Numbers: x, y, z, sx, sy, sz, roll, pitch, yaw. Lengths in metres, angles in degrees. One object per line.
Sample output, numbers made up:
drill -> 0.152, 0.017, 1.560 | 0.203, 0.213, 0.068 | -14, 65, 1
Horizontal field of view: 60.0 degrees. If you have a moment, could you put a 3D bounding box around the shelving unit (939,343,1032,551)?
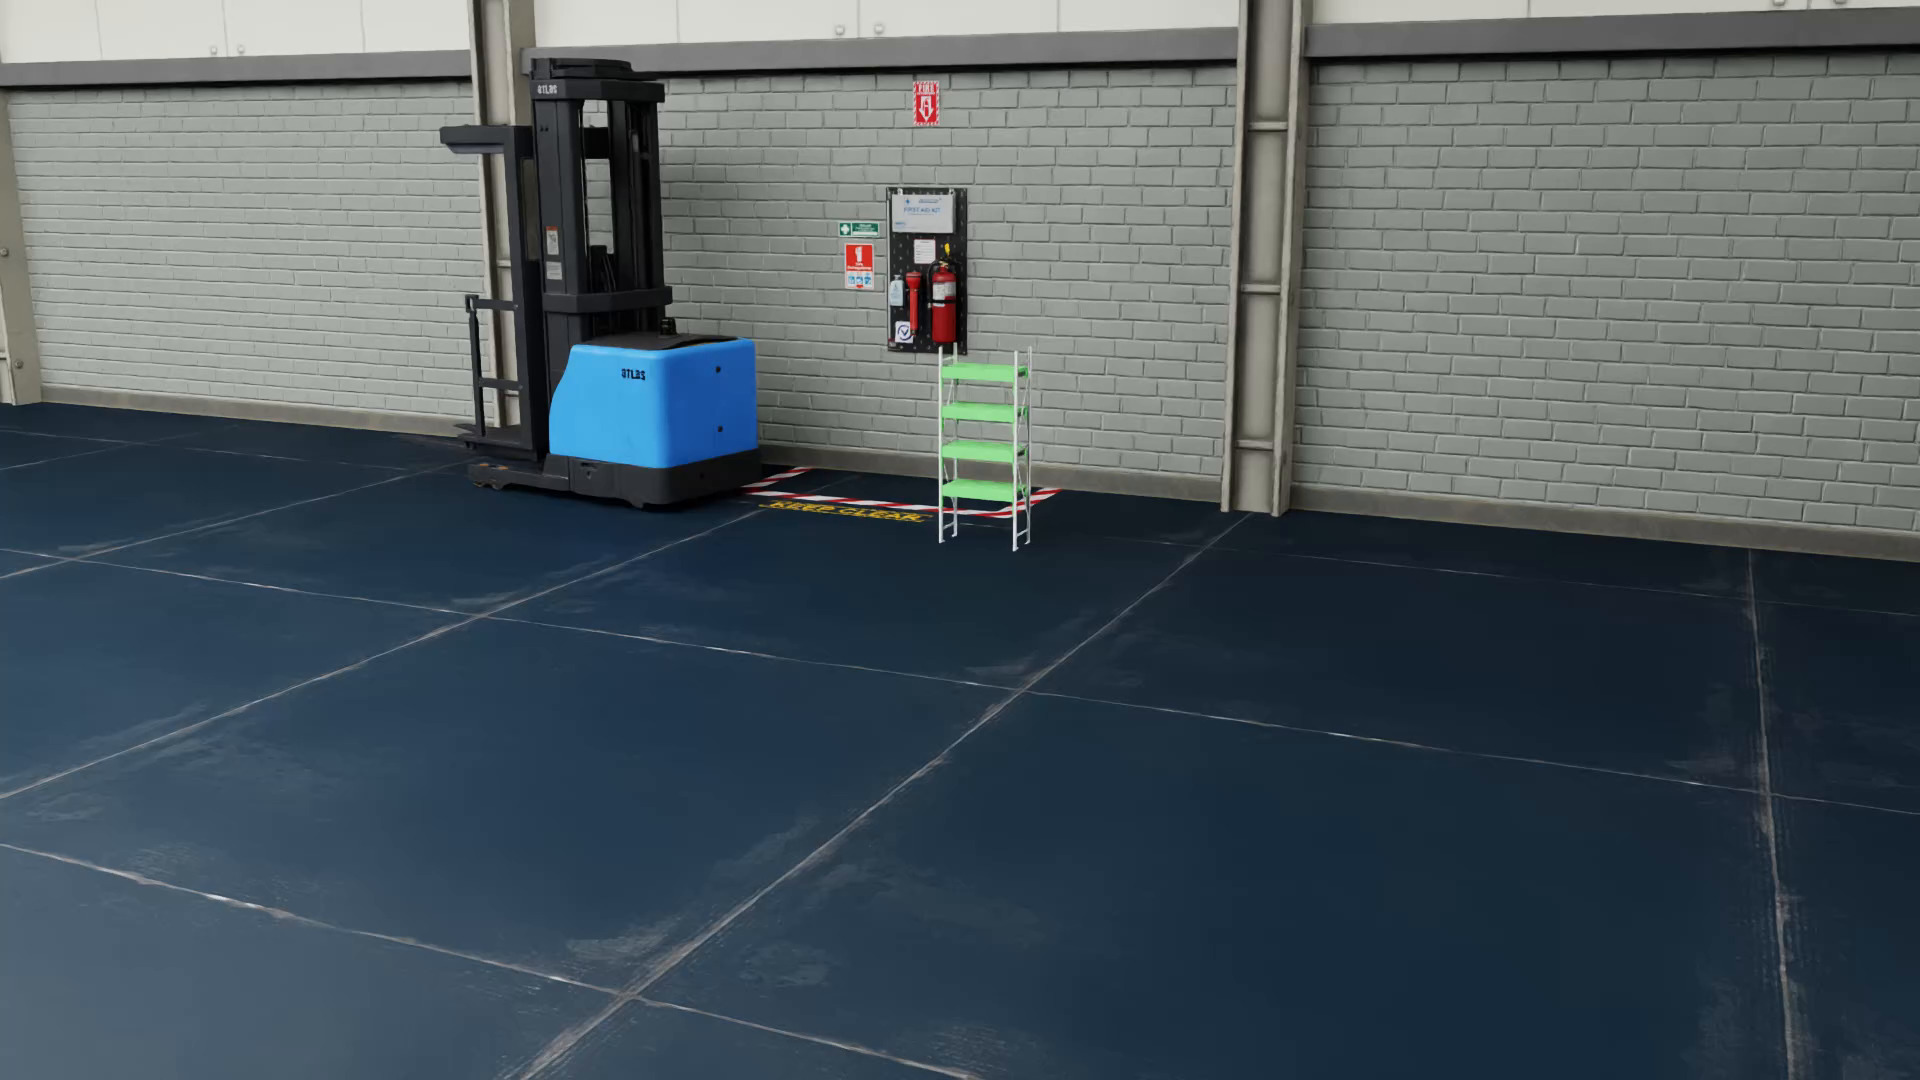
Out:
shelving unit -> 0.151, -0.569, 10.052 | 0.503, 1.200, 0.258 | 6, 14, 23

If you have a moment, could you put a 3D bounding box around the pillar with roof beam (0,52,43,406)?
pillar with roof beam -> -10.740, -4.796, 10.995 | 0.400, 9.000, 9.100 | 6, 14, 23

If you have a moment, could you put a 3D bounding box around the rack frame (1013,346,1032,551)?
rack frame -> 0.374, -0.546, 9.956 | 0.015, 1.200, 0.240 | 6, 14, 23

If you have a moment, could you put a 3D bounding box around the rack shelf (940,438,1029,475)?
rack shelf -> 0.151, -0.507, 10.067 | 0.480, 0.148, 0.258 | 6, 14, 23

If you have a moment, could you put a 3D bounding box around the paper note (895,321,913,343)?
paper note -> -0.402, -1.503, 12.020 | 0.142, 0.148, 0.016 | 6, 14, 23

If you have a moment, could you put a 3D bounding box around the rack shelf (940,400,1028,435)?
rack shelf -> 0.151, -0.740, 10.012 | 0.480, 0.148, 0.258 | 6, 14, 23

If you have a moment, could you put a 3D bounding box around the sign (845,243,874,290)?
sign -> -0.732, -1.991, 12.094 | 0.234, 0.329, 0.001 | 6, 14, 23

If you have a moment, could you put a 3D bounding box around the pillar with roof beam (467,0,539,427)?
pillar with roof beam -> -5.254, -4.241, 8.629 | 0.400, 9.000, 9.100 | 6, 14, 23

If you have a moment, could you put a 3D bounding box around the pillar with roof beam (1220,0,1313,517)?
pillar with roof beam -> 0.232, -3.685, 6.263 | 0.400, 9.000, 9.100 | 6, 14, 23

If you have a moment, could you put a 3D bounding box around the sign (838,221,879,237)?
sign -> -0.732, -2.246, 12.024 | 0.331, 0.109, 0.001 | 6, 14, 23

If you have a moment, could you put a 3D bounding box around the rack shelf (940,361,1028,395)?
rack shelf -> 0.151, -0.974, 9.957 | 0.480, 0.148, 0.258 | 6, 14, 23

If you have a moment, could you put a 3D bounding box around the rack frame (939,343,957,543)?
rack frame -> -0.072, -0.591, 10.149 | 0.015, 1.200, 0.240 | 6, 14, 23

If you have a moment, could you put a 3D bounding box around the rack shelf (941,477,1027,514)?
rack shelf -> 0.151, -0.273, 10.122 | 0.480, 0.148, 0.258 | 6, 14, 23

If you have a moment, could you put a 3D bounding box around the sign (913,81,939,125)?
sign -> -0.236, -3.051, 11.615 | 0.199, 0.298, 0.001 | 6, 14, 23

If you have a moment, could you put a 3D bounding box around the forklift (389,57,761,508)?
forklift -> -2.908, -1.874, 11.825 | 3.031, 2.935, 1.130 | 9, 16, 33

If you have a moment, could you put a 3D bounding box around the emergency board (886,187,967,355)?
emergency board -> -0.269, -1.901, 11.788 | 0.643, 1.169, 0.194 | 6, 14, 23
